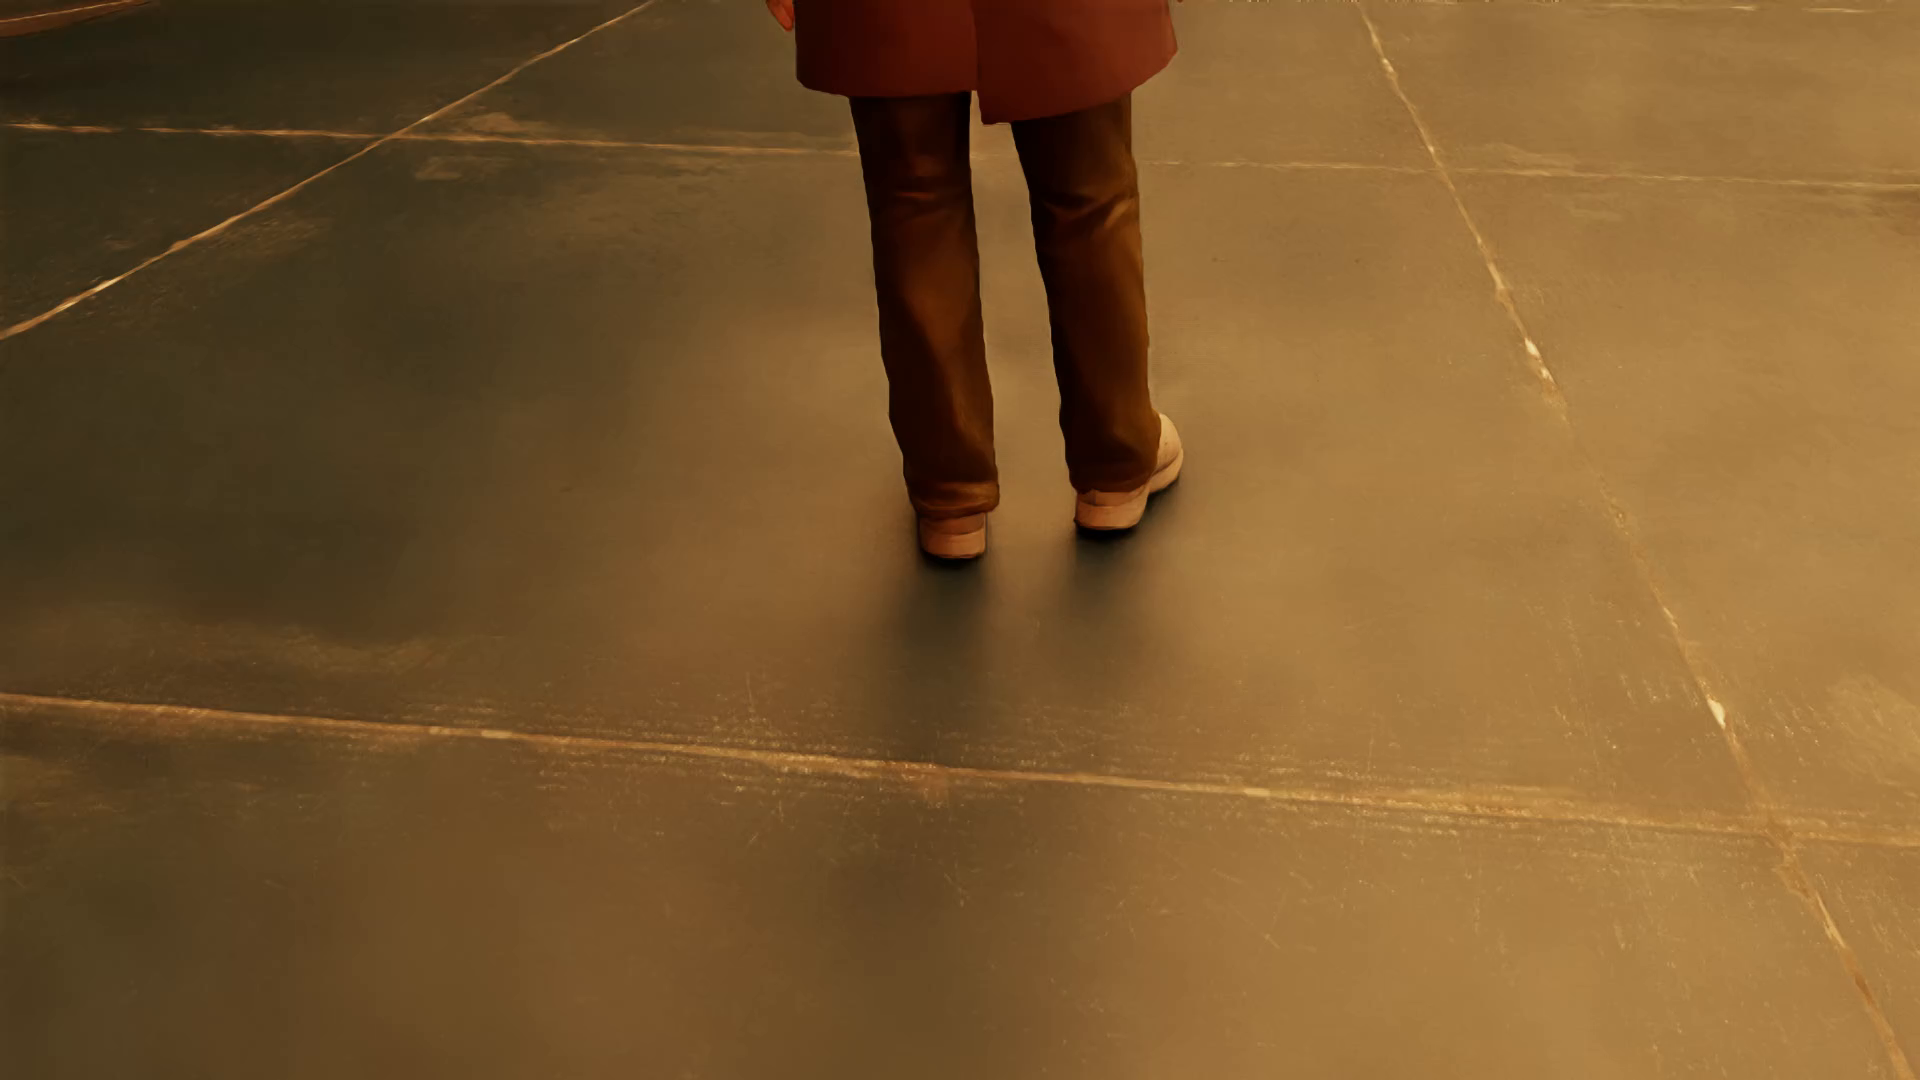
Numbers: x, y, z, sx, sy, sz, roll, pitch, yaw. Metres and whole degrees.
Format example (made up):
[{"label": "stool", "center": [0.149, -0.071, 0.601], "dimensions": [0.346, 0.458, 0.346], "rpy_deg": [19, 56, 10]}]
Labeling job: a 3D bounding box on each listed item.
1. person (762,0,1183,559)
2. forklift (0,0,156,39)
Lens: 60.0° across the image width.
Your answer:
[{"label": "person", "center": [0.017, -0.843, 2.183], "dimensions": [0.694, 1.776, 0.575], "rpy_deg": [3, 27, 7]}, {"label": "forklift", "center": [-3.784, -2.471, 4.170], "dimensions": [1.130, 2.935, 3.031], "rpy_deg": [13, 29, 24]}]
